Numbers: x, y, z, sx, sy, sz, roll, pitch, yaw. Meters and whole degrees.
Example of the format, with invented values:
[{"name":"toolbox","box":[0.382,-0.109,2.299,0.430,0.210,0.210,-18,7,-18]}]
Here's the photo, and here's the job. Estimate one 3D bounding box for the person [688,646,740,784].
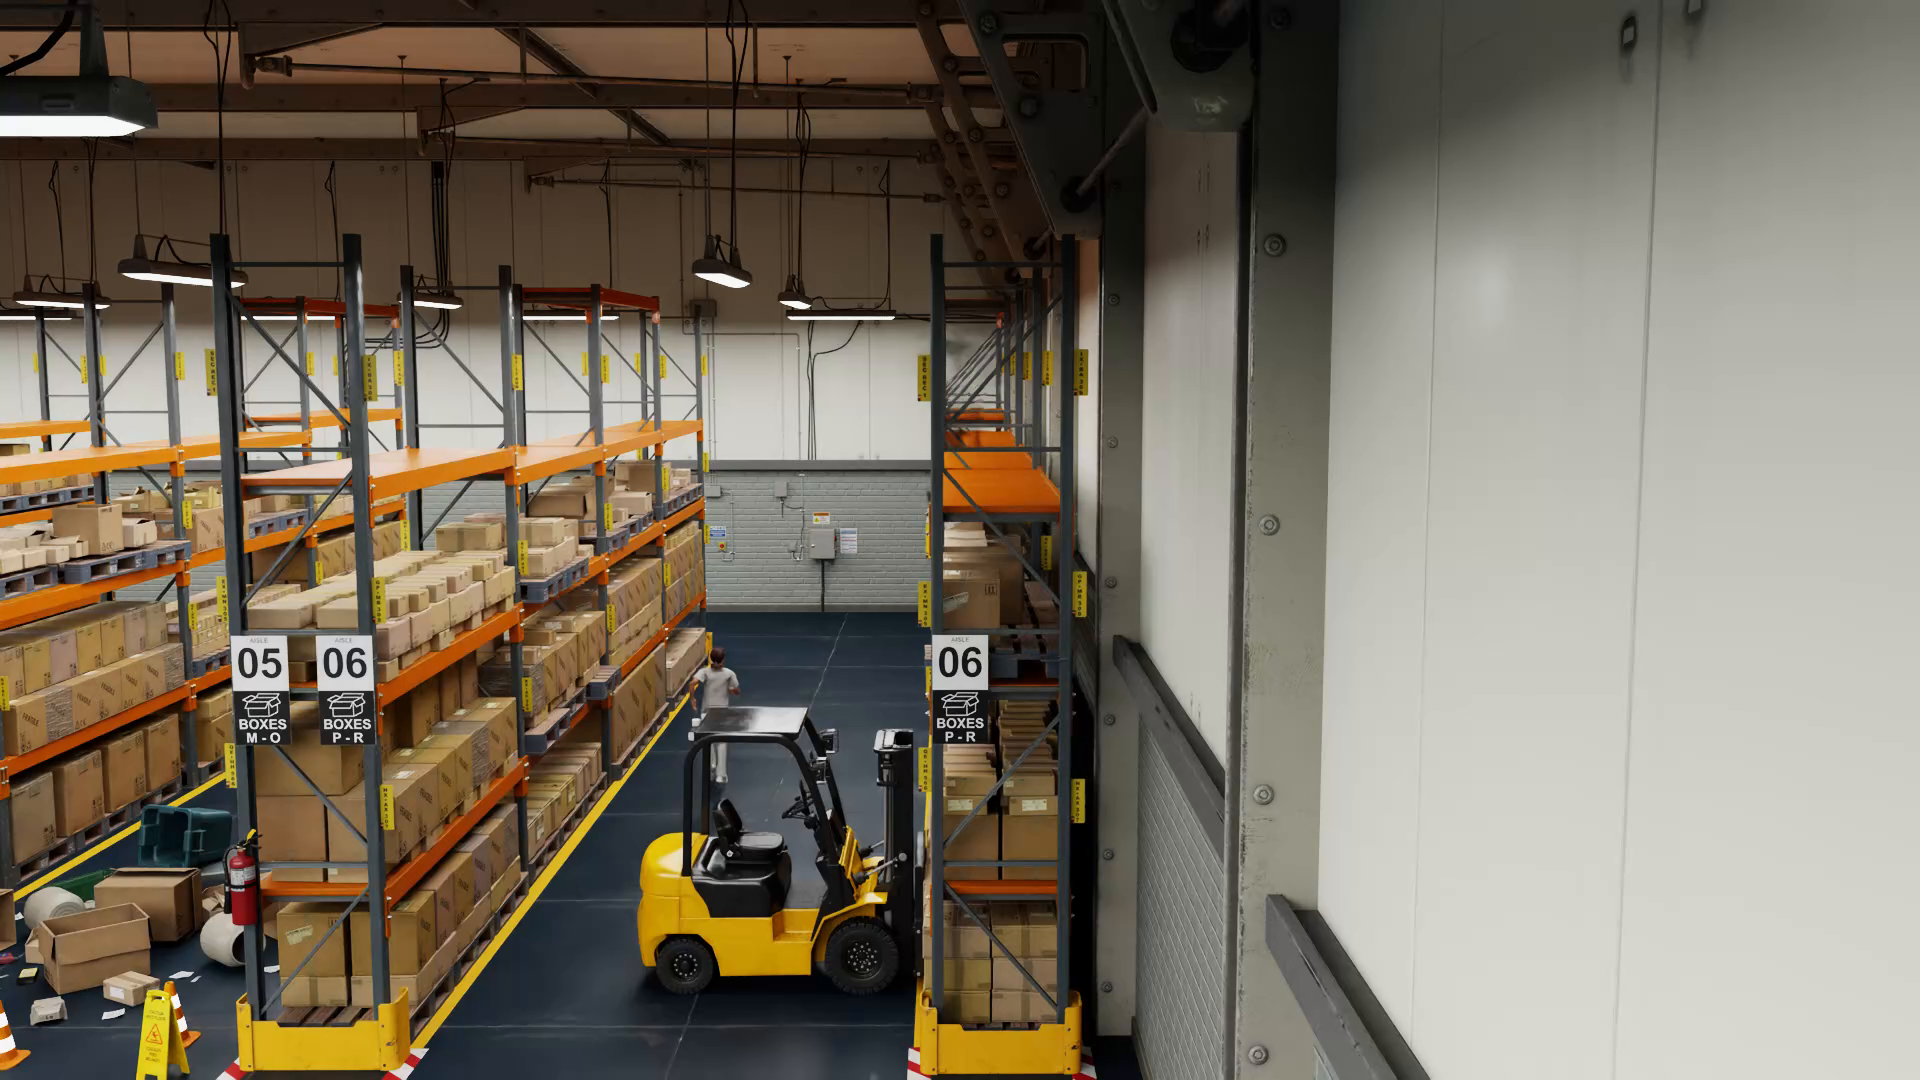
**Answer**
[{"name":"person","box":[-2.959,2.128,20.053,0.572,1.693,0.865,0,6,1]}]
